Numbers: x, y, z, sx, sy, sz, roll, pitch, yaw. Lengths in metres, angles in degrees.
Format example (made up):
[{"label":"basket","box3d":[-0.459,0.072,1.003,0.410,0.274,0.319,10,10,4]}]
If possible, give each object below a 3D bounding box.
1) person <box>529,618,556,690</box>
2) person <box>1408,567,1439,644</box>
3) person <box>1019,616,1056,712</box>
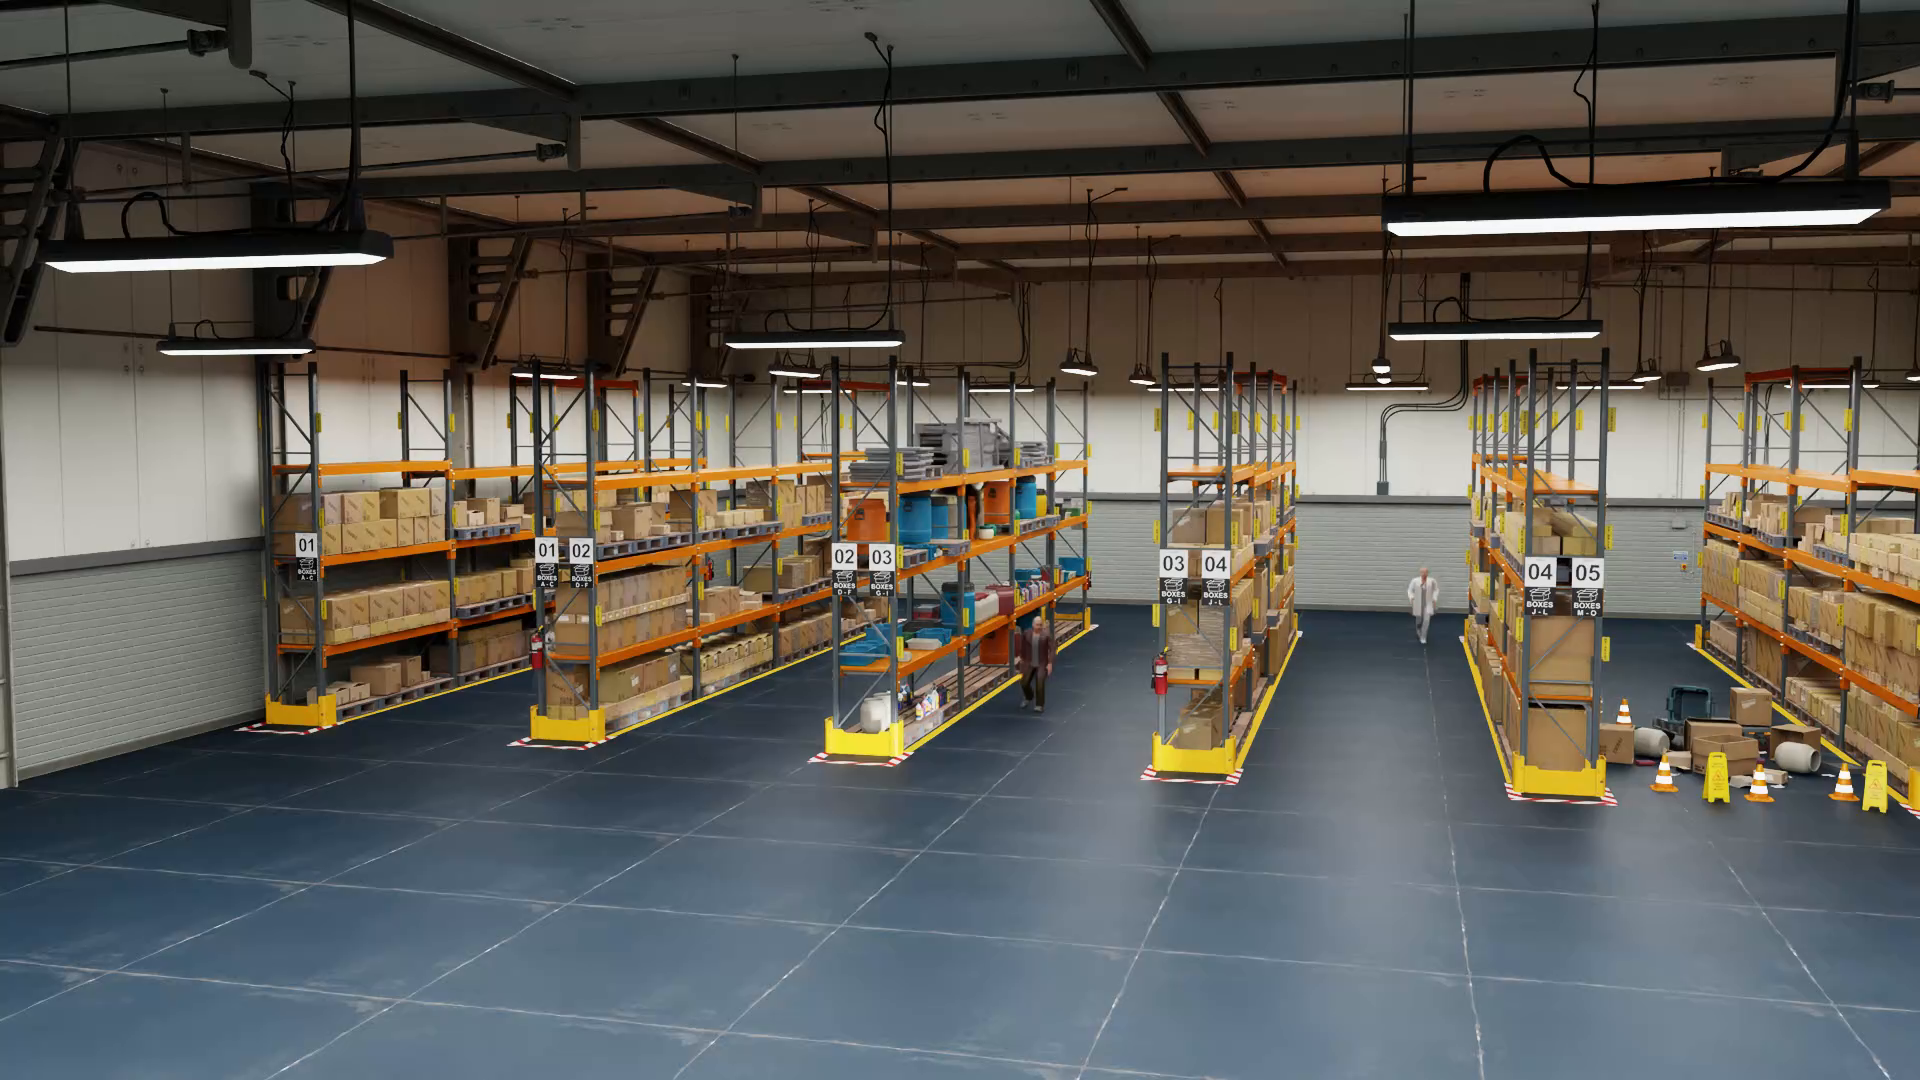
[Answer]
[{"label":"person","box3d":[-7.262,2.146,29.164,0.580,1.628,0.525,1,4,11]},{"label":"person","box3d":[10.570,1.472,37.931,0.695,1.733,0.843,1,4,14]},{"label":"person","box3d":[1.326,2.130,28.606,0.698,1.686,0.694,1,4,14]}]
